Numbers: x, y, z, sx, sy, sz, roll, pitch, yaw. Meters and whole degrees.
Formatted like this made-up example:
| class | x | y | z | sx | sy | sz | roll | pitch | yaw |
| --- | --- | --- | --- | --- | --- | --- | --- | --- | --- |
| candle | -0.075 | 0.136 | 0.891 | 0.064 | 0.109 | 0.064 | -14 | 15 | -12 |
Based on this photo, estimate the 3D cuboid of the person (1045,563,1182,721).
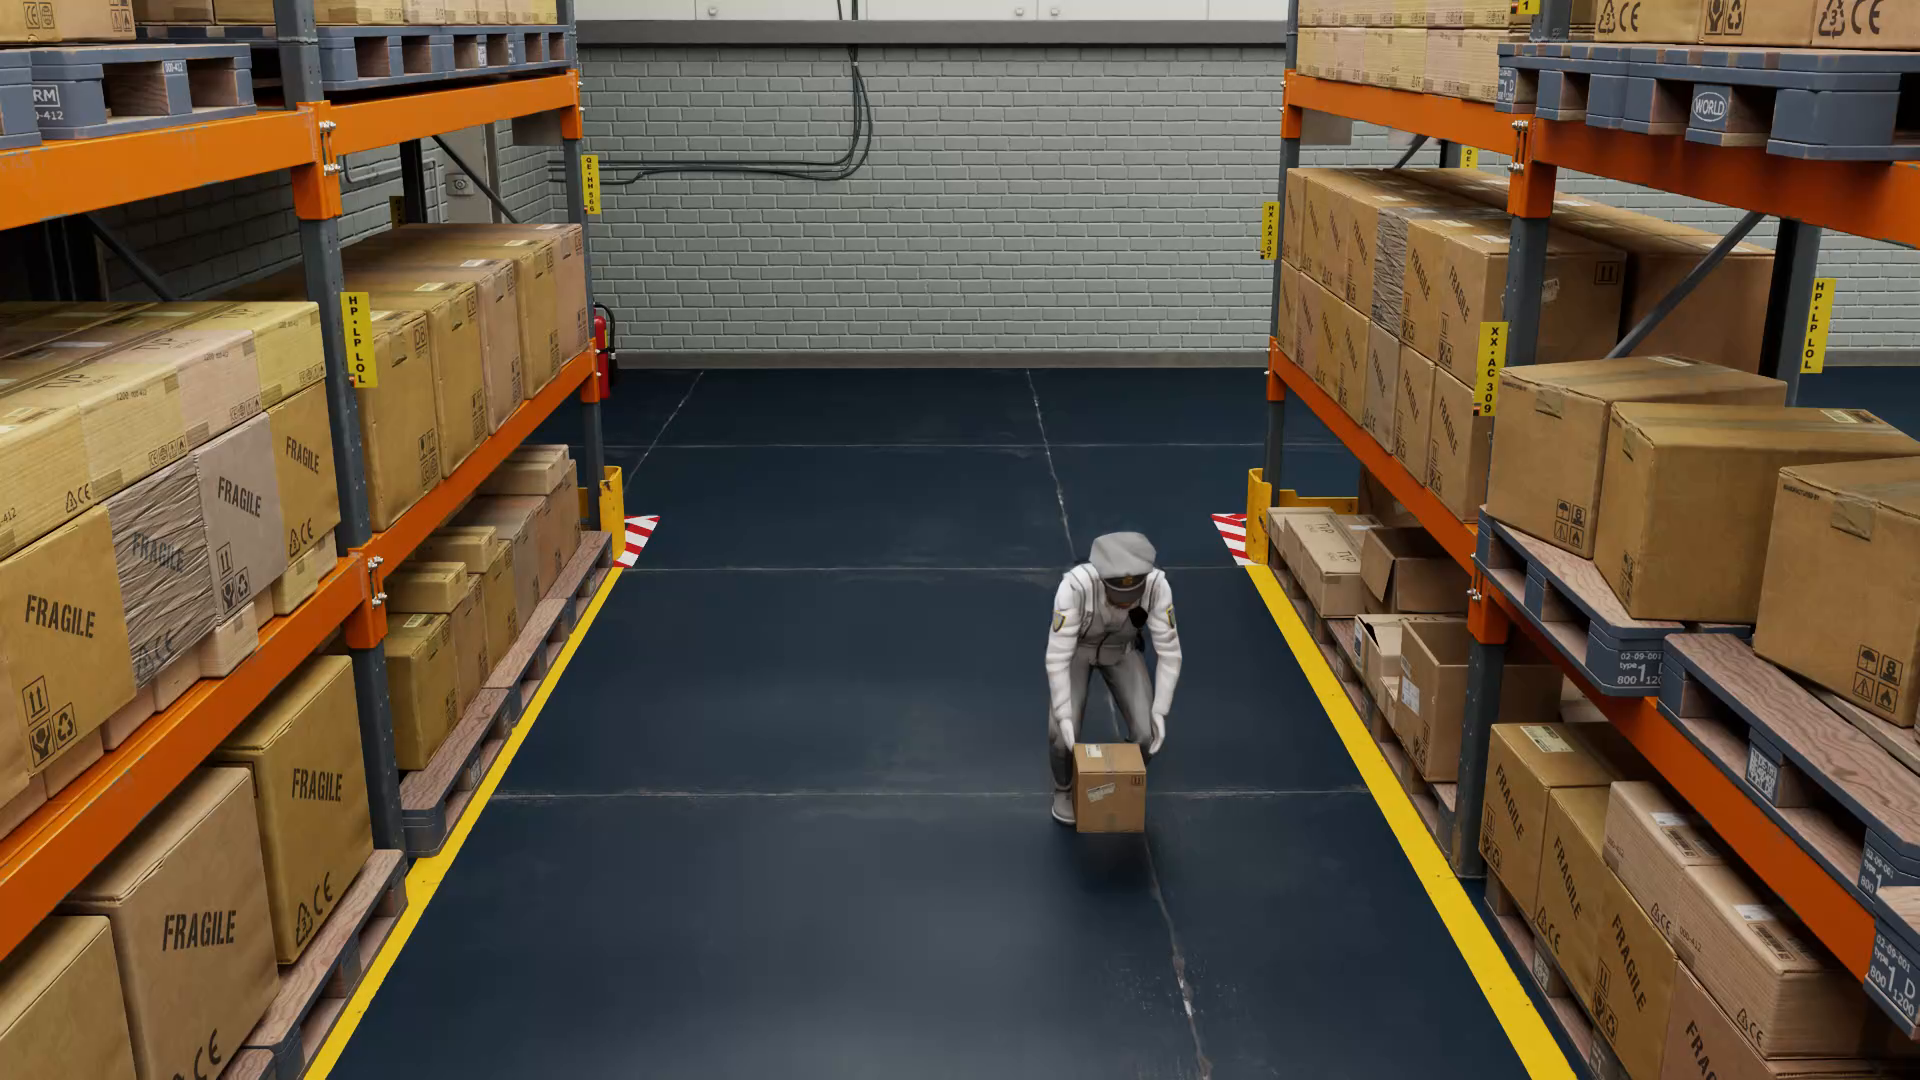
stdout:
| class | x | y | z | sx | sy | sz | roll | pitch | yaw |
| --- | --- | --- | --- | --- | --- | --- | --- | --- | --- |
| person | 0.591 | 0.328 | 6.560 | 0.532 | 0.612 | 0.595 | 0 | 17 | -1 |
